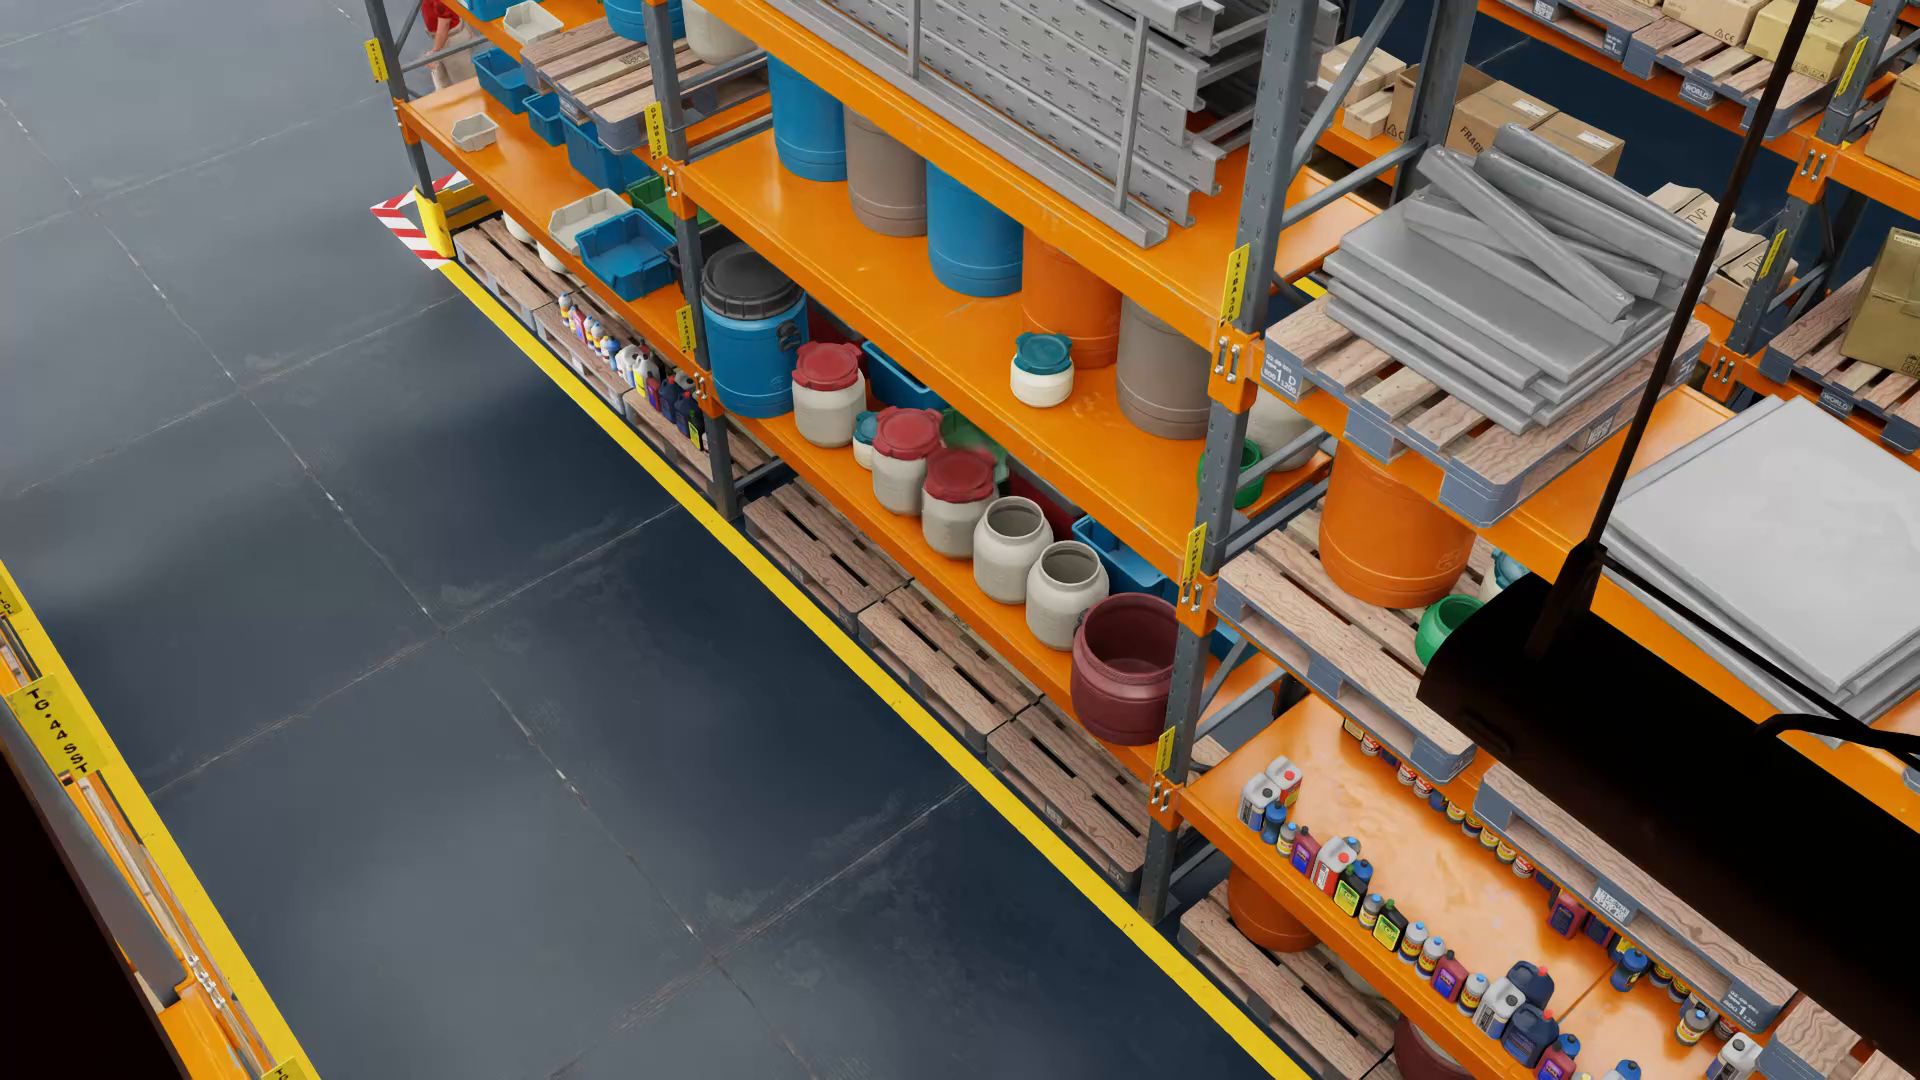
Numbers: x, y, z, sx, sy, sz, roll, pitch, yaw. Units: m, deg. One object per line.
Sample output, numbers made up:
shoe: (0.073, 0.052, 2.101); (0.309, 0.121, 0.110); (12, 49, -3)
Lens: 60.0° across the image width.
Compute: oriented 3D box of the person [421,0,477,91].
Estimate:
person: (-4.200, -4.137, 13.734); (0.877, 1.699, 0.540); (-9, 47, -9)
